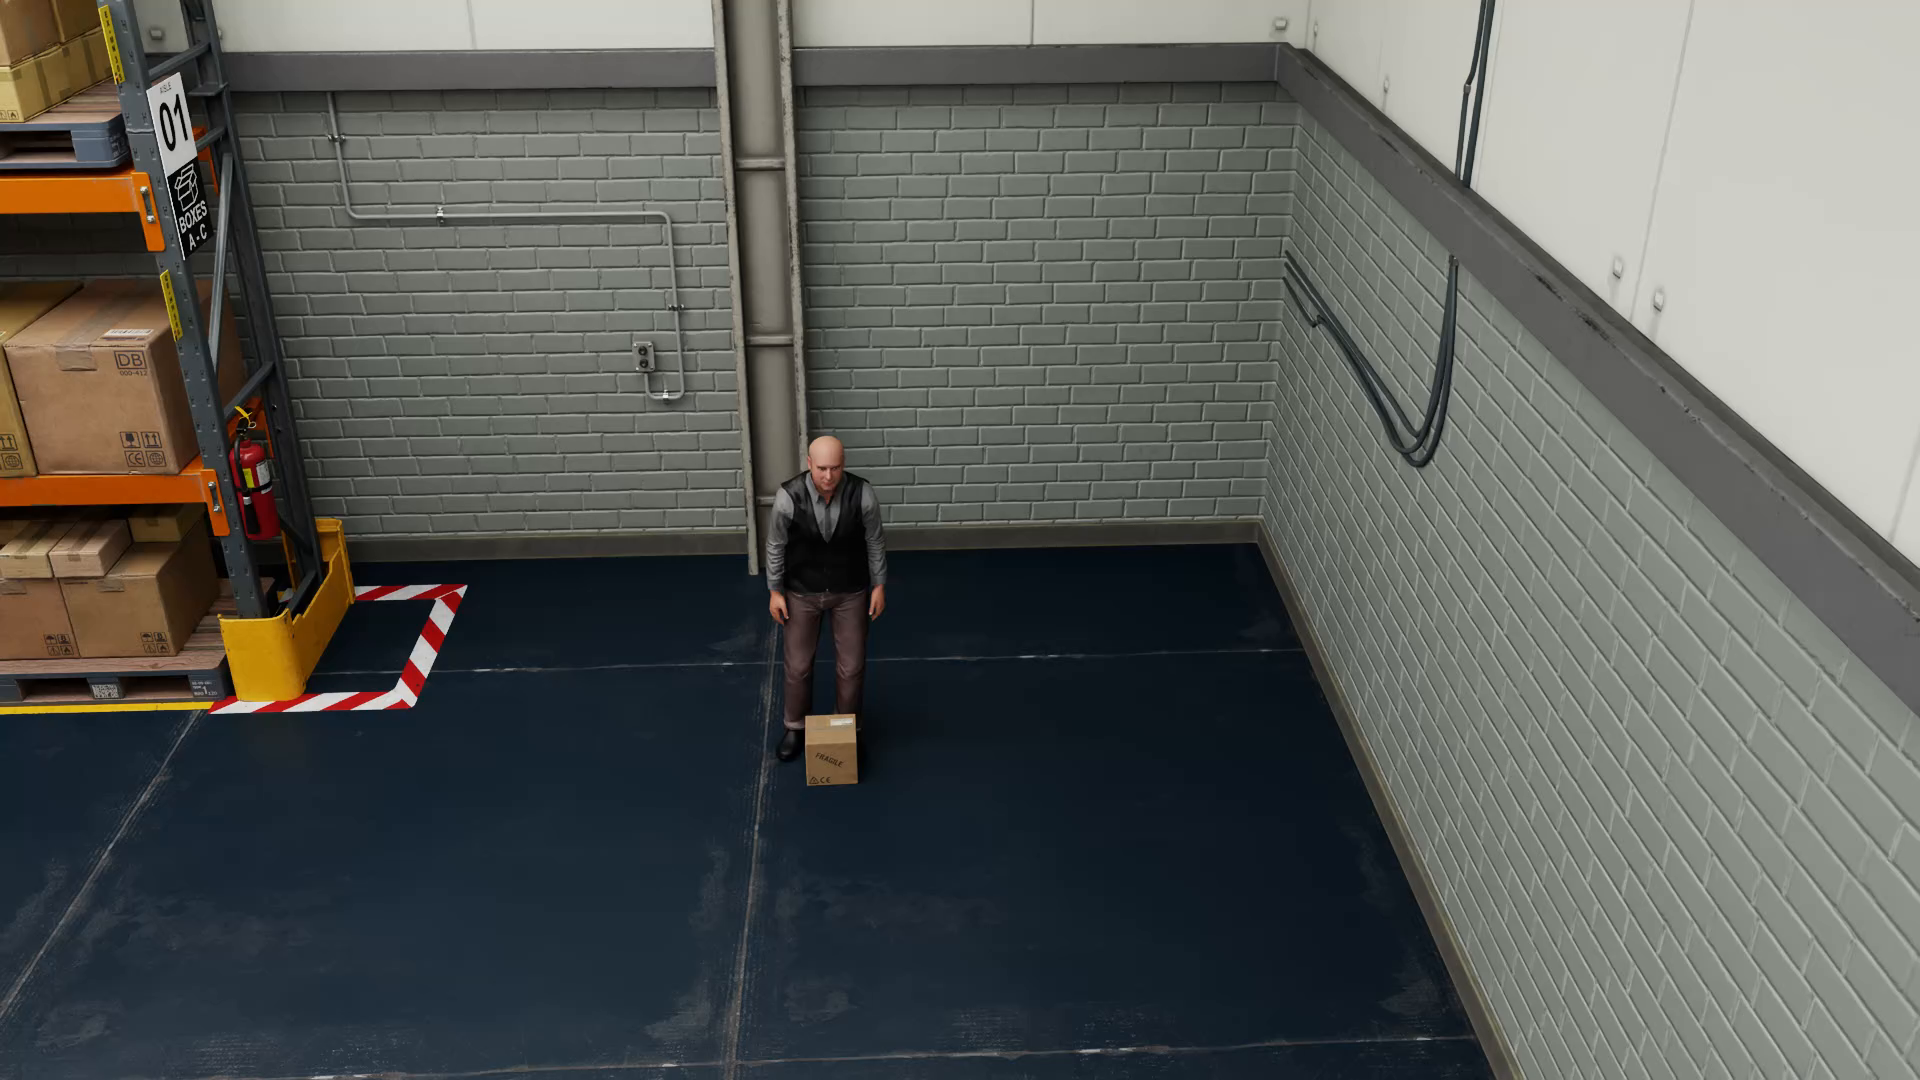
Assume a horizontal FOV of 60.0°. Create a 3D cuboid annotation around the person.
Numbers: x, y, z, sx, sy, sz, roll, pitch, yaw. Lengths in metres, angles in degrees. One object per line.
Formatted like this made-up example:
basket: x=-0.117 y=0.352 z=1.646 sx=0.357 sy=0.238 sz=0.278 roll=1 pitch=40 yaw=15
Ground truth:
person: x=-0.648 y=0.268 z=8.127 sx=0.594 sy=1.721 sz=0.472 roll=-3 pitch=28 yaw=-6
